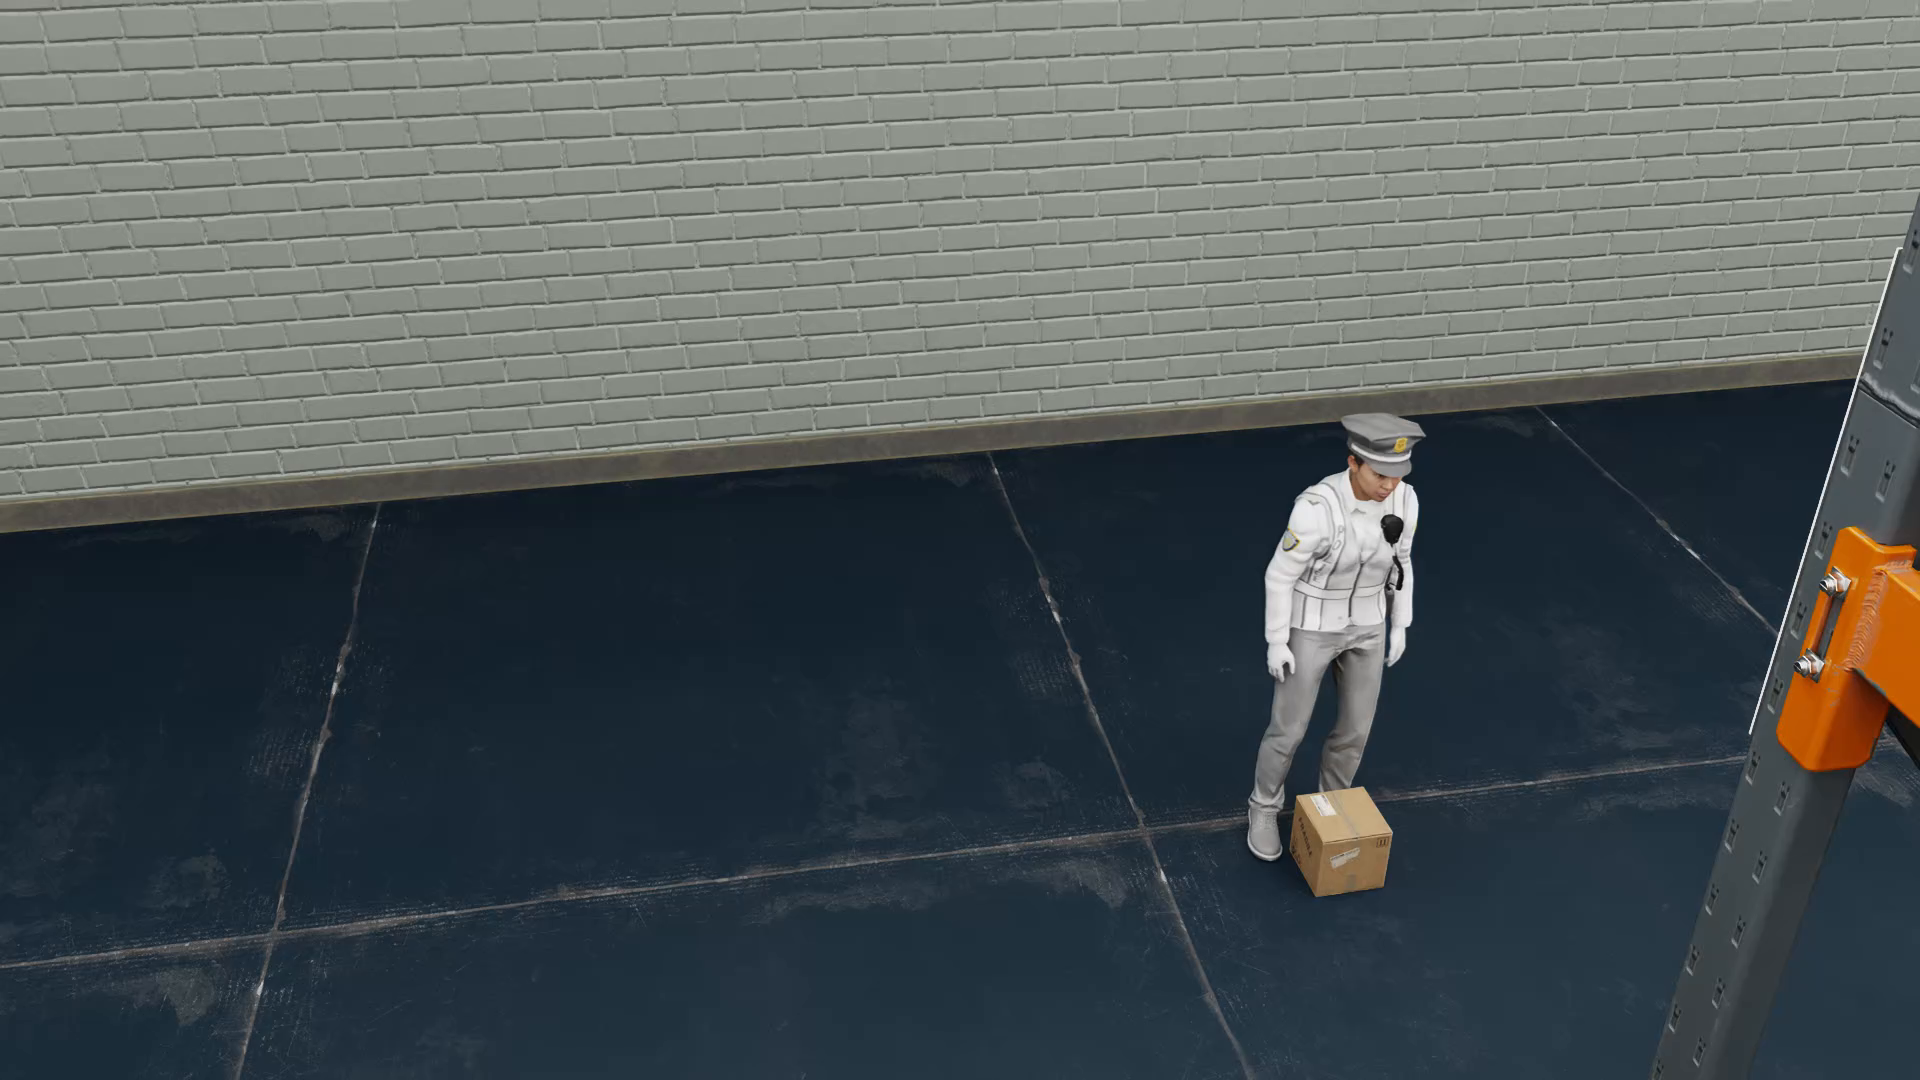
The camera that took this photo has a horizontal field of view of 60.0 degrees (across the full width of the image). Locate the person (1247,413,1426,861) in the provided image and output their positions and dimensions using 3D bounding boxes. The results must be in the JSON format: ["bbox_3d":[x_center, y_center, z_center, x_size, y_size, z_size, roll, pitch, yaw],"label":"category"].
[{"bbox_3d":[1.273,0.326,5.584,0.539,1.662,0.414,-7,32,-12],"label":"person"}]
